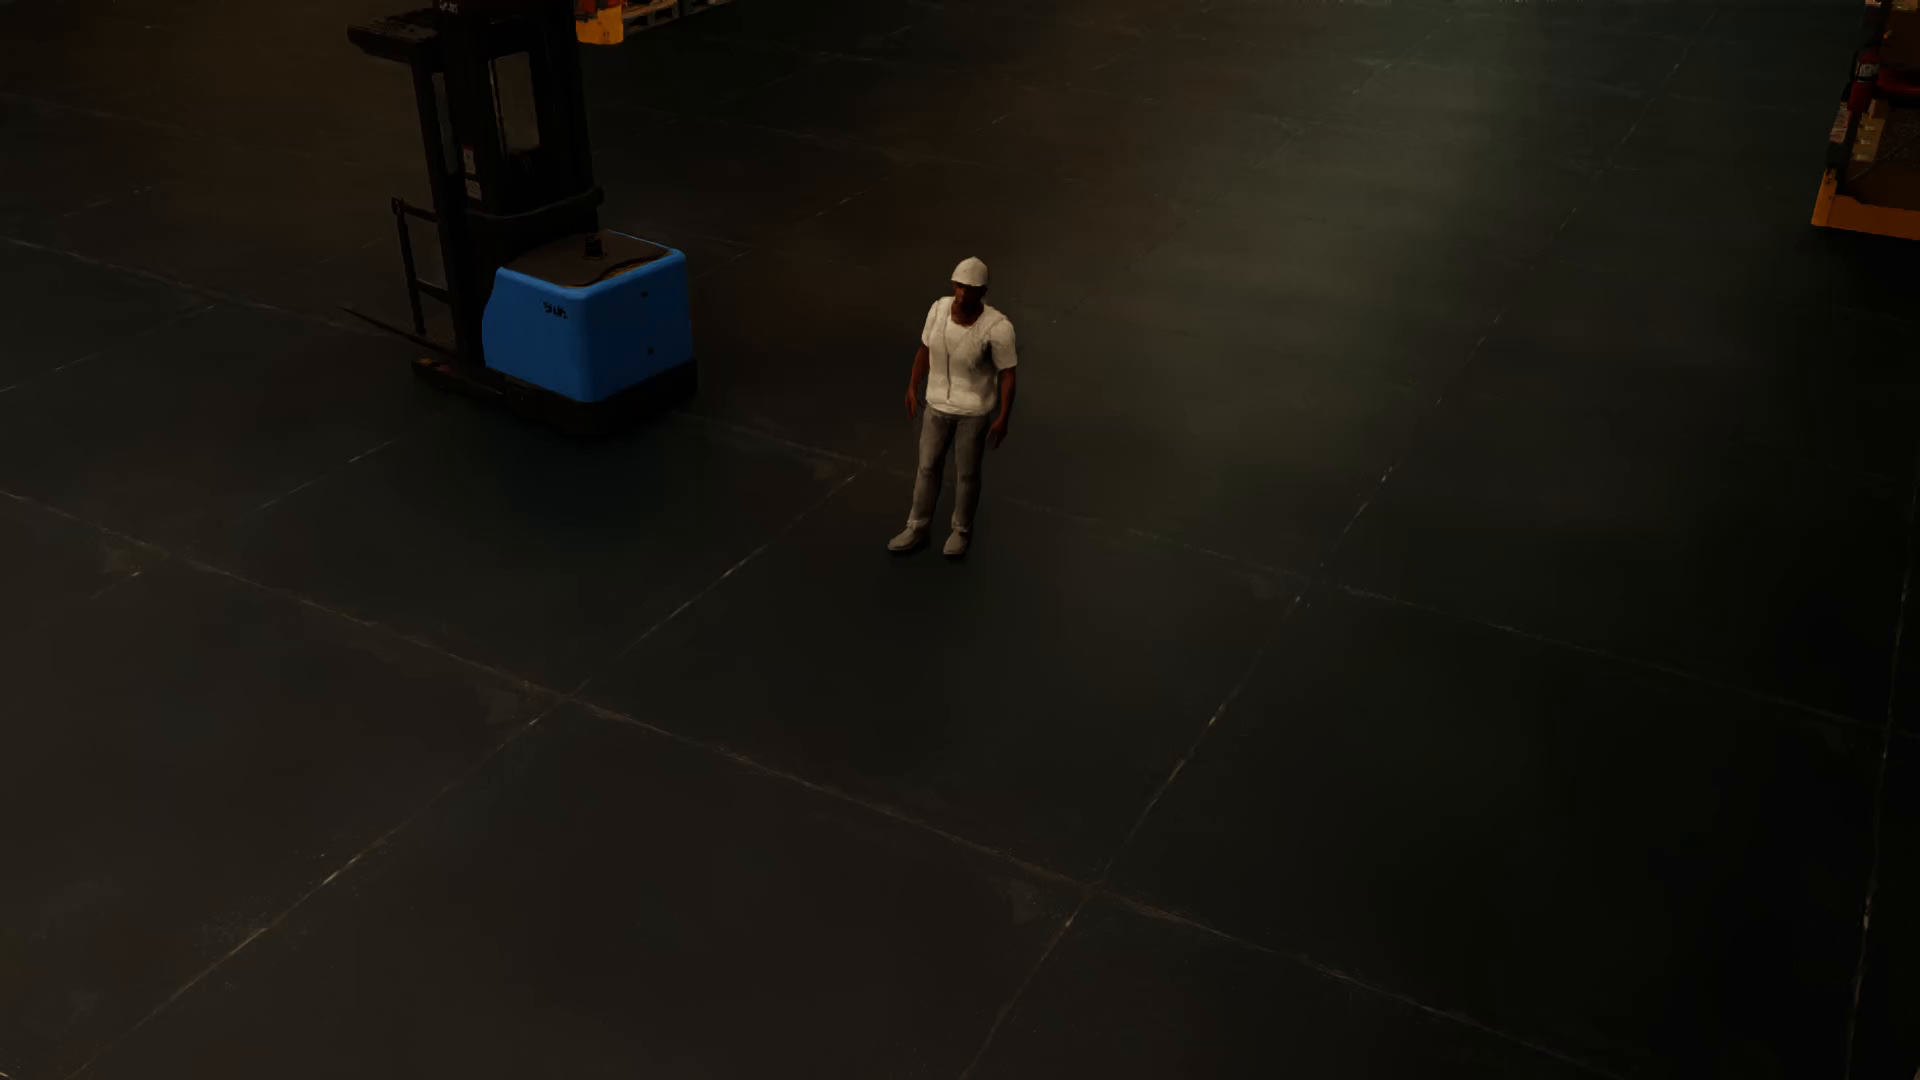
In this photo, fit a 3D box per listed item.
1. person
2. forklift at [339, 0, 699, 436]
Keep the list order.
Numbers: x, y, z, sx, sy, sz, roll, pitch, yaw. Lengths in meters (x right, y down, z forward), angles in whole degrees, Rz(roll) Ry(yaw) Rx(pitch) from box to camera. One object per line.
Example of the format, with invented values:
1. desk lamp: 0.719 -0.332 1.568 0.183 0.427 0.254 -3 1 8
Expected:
1. person: -0.038 -0.742 9.507 0.665 1.766 0.576 15 33 25
2. forklift: -3.325 -2.545 11.481 3.031 2.935 1.130 21 36 31
